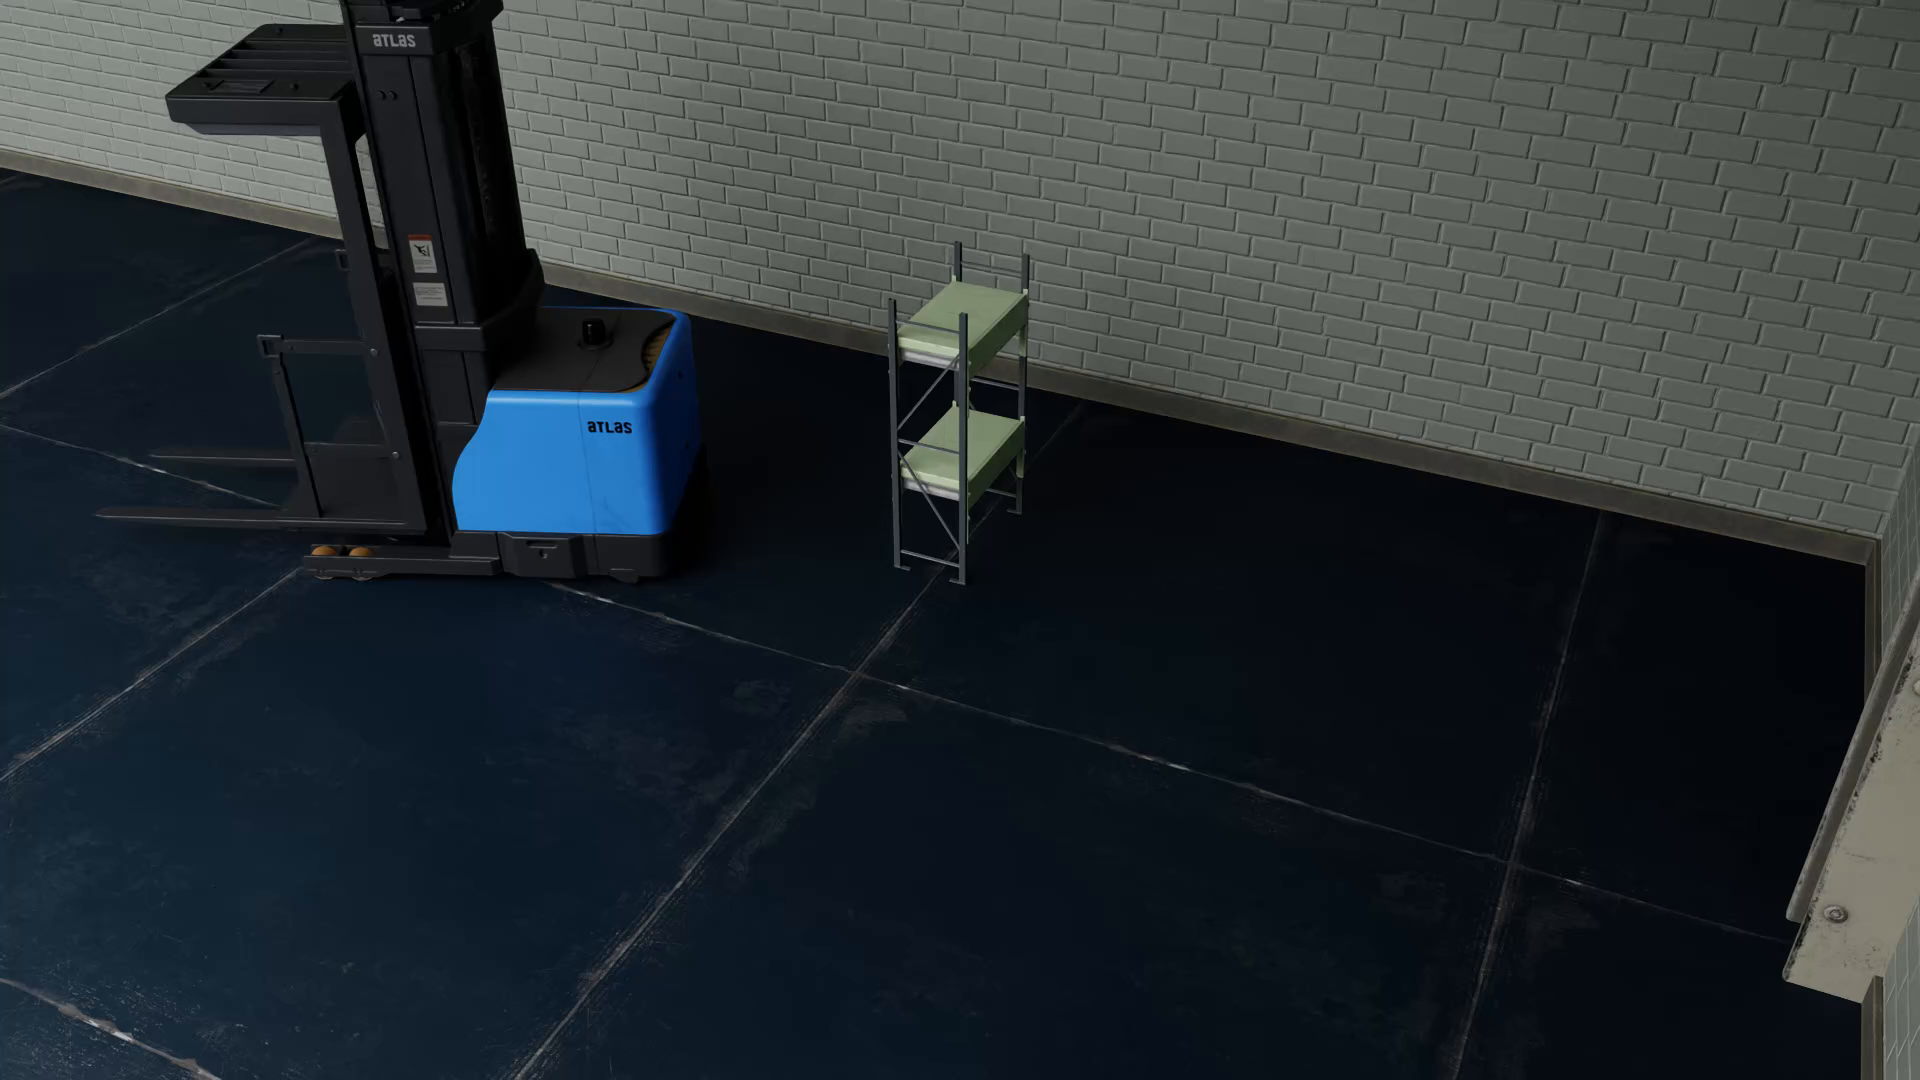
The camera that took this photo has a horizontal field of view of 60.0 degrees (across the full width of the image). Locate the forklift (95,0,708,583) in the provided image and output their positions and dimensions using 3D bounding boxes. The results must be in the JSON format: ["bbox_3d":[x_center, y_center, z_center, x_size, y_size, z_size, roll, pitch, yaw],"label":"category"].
[{"bbox_3d":[-2.917,-1.308,8.071,3.031,2.935,1.130,2,33,2],"label":"forklift"}]

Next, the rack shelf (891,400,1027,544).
[{"bbox_3d":[0.003,-0.358,8.523,0.431,0.370,0.720,14,36,20],"label":"rack shelf"}]

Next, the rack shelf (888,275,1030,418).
[{"bbox_3d":[0.003,-0.957,8.130,0.431,0.370,0.720,14,36,20],"label":"rack shelf"}]

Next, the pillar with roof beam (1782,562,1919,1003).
[{"bbox_3d":[-0.603,-3.165,5.371,9.100,9.000,0.400,14,36,20],"label":"pillar with roof beam"}]

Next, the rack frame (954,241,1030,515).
[{"bbox_3d":[0.156,-0.813,8.622,0.400,1.500,0.023,14,36,20],"label":"rack frame"}]

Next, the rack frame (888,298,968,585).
[{"bbox_3d":[-0.150,-0.448,8.066,0.400,1.500,0.023,14,36,20],"label":"rack frame"}]

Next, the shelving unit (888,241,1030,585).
[{"bbox_3d":[0.003,-0.631,8.344,0.431,1.500,0.755,14,36,20],"label":"shelving unit"}]
